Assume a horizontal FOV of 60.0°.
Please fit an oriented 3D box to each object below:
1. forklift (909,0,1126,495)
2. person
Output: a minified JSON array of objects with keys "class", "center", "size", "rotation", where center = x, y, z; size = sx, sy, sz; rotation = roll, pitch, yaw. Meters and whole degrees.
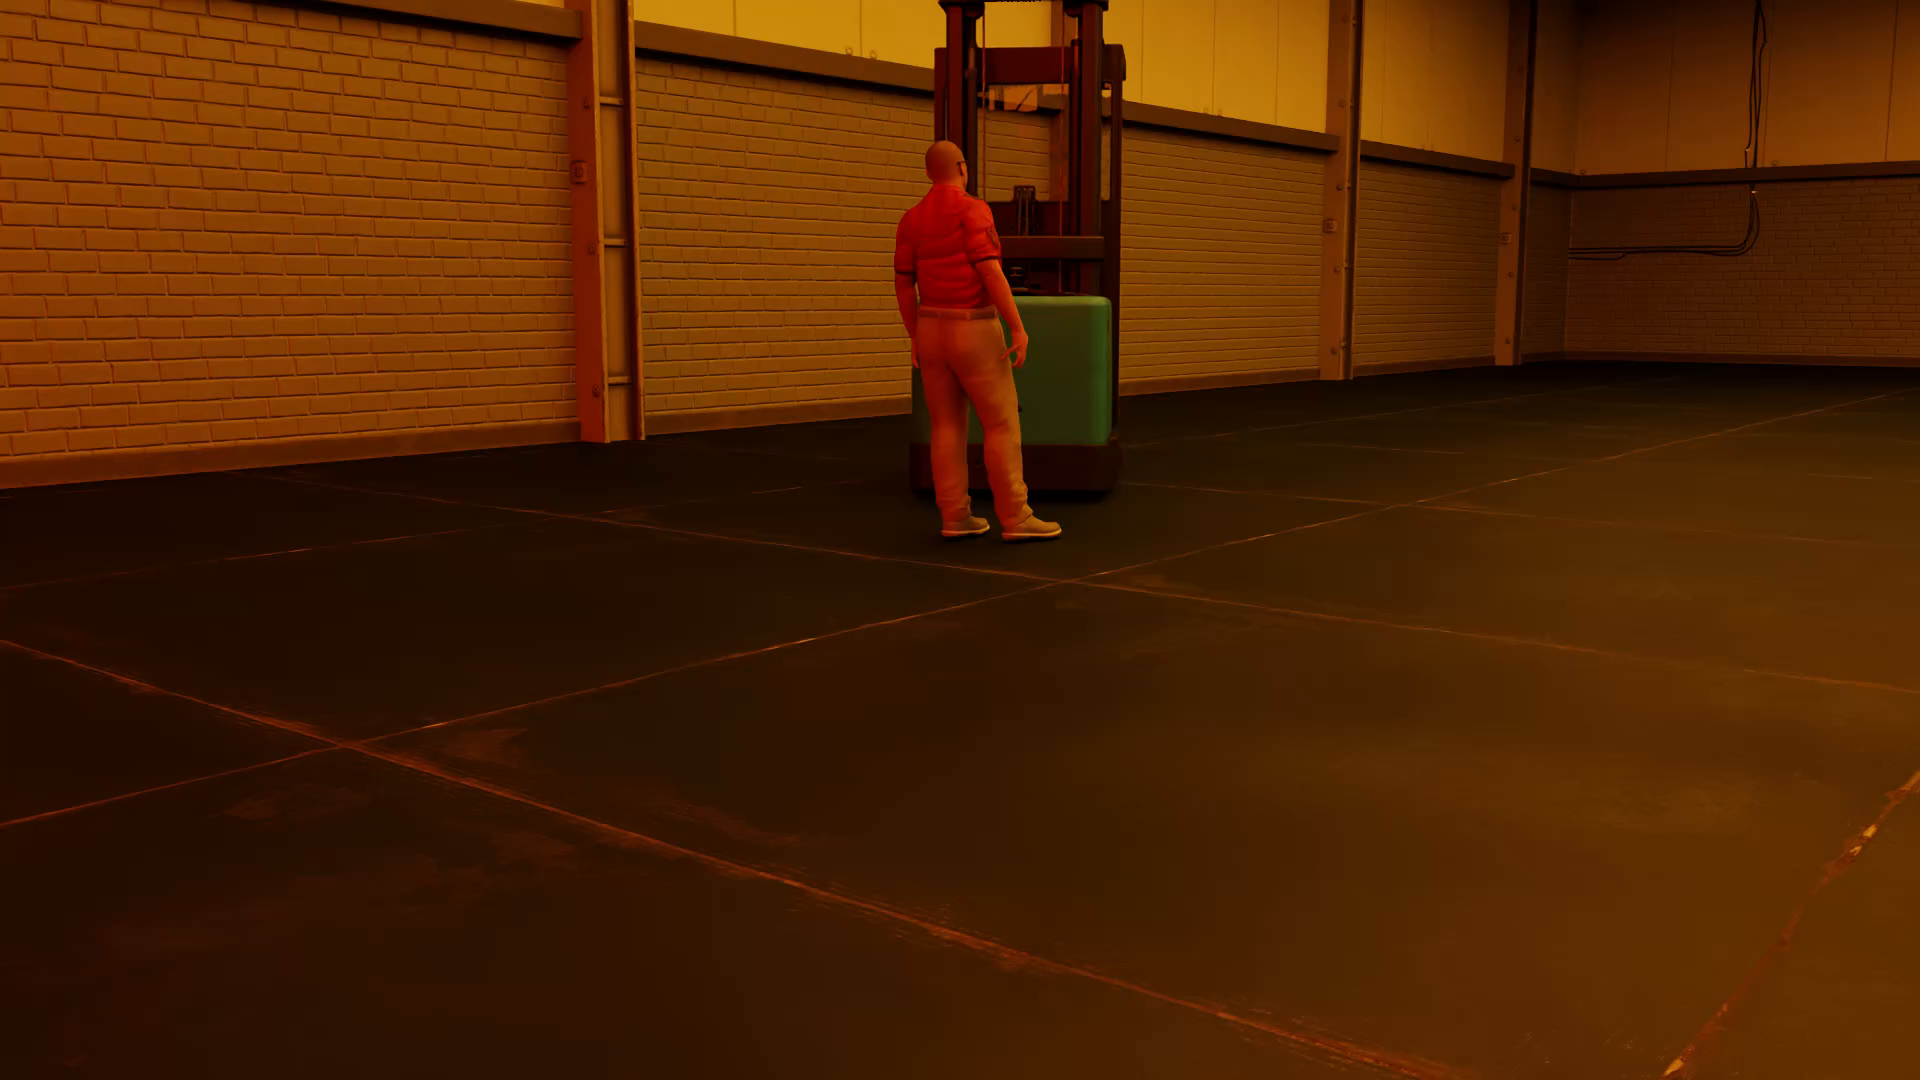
[{"class":"forklift","center":[0.426,-1.857,9.975],"size":[1.130,2.935,3.031],"rotation":[1,8,7]},{"class":"person","center":[0.066,-0.871,7.340],"size":[0.640,1.727,0.551],"rotation":[7,11,38]}]
